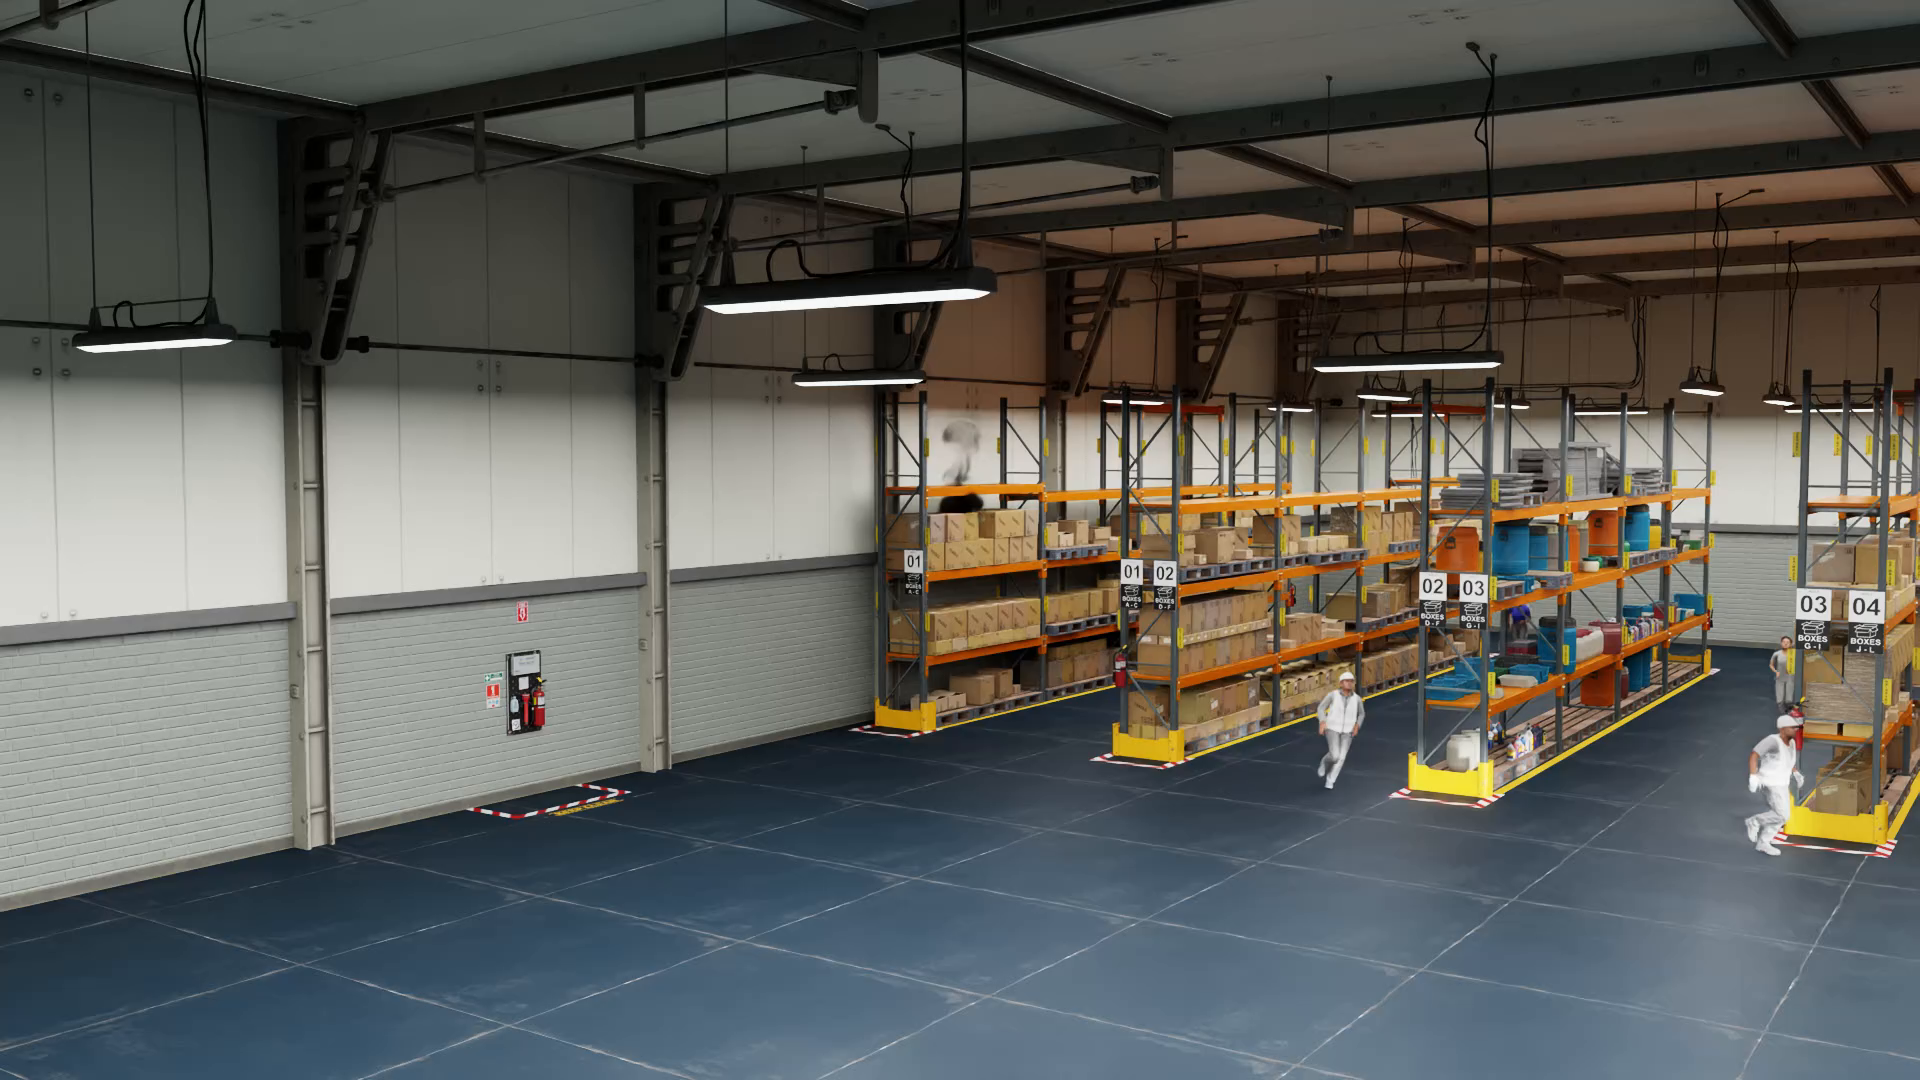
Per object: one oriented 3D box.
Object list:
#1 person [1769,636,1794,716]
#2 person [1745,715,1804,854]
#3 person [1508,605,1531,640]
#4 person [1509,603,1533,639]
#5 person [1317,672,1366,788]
[{"bbox_3d":[14.825,2.539,29.844,0.564,1.629,0.565,2,4,32],"label":"person"},{"bbox_3d":[10.048,3.002,20.531,0.692,1.717,0.624,-3,4,-39],"label":"person"},{"bbox_3d":[13.021,2.080,38.785,0.563,1.590,0.687,1,3,18],"label":"person"},{"bbox_3d":[13.381,2.018,39.641,0.537,1.620,0.673,-1,3,-9],"label":"person"},{"bbox_3d":[5.637,2.795,24.477,0.683,1.699,0.533,0,3,0],"label":"person"}]
